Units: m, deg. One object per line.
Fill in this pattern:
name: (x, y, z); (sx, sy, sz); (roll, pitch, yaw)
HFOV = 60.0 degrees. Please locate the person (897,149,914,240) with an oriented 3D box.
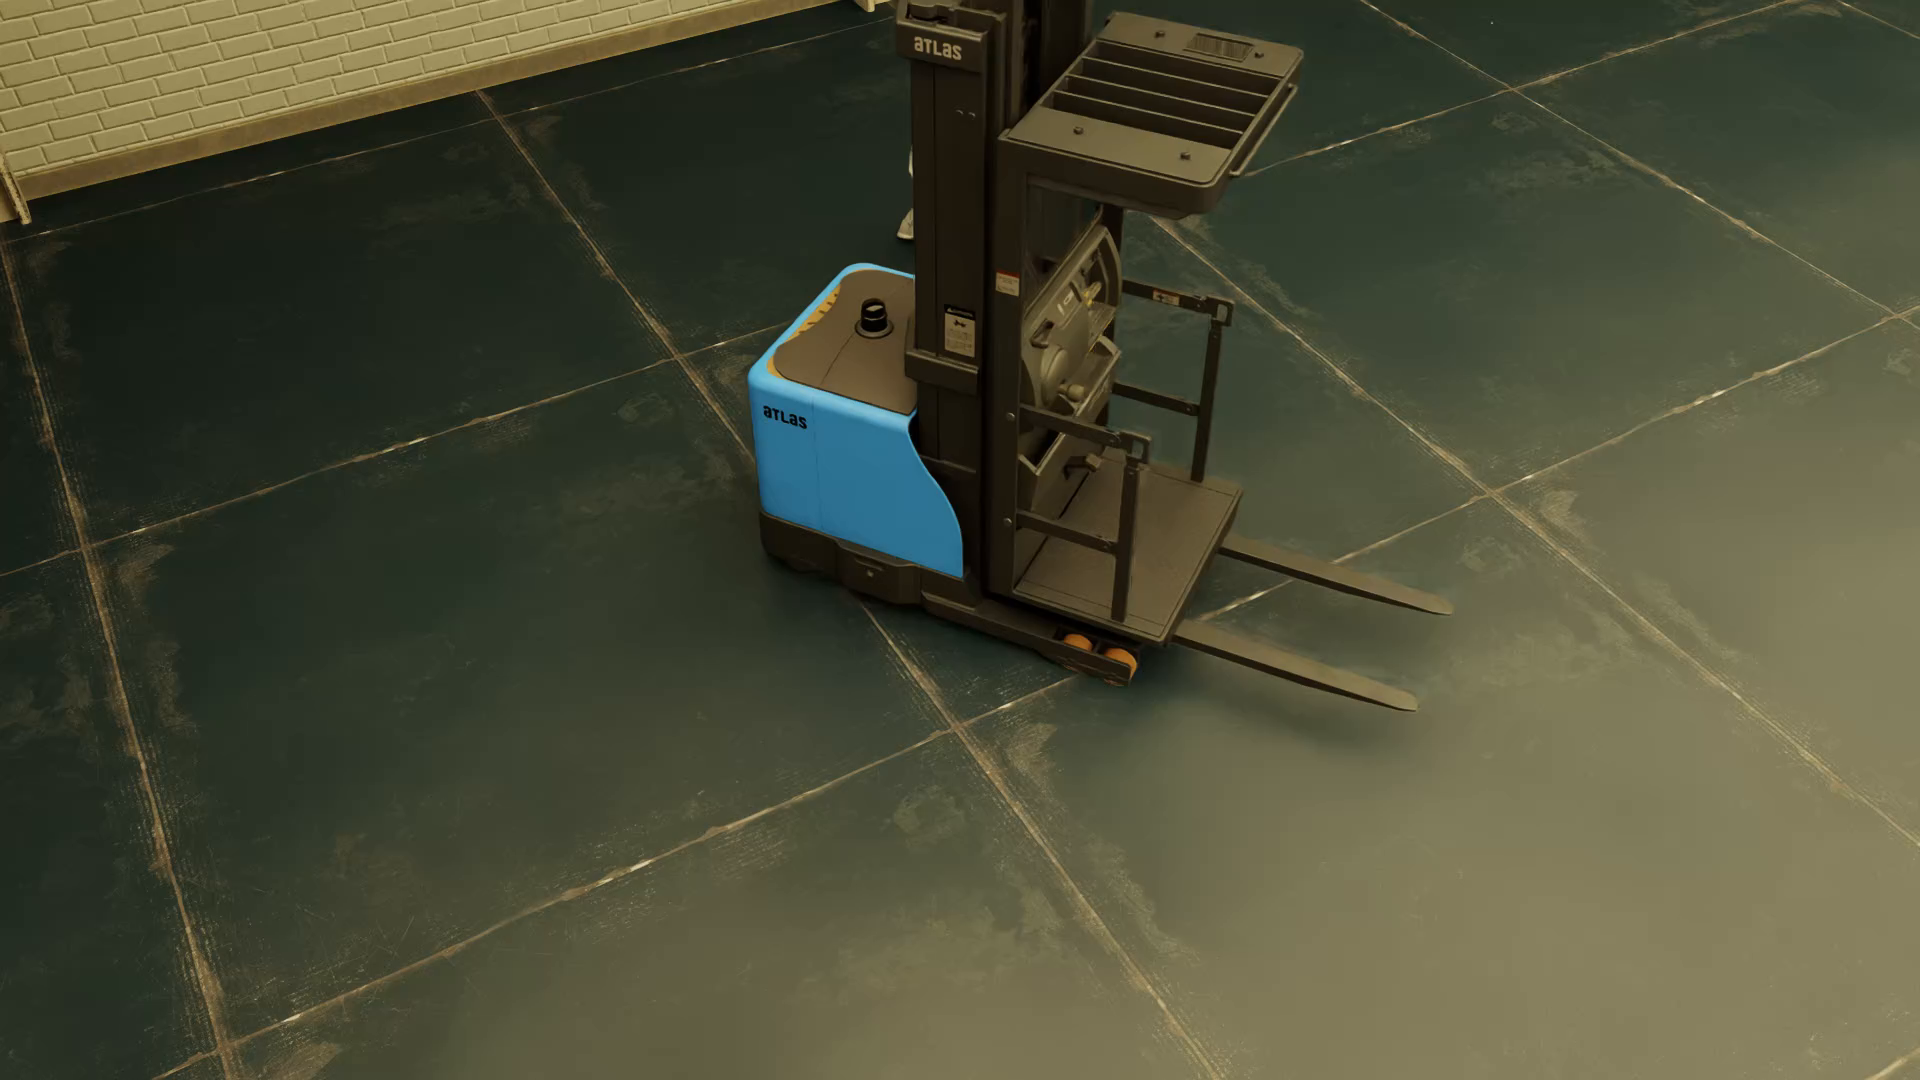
person: (-0.017, -2.135, 9.145); (0.654, 1.468, 0.839); (-26, 49, -25)

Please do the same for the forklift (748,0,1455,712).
forklift: (0.637, -0.862, 6.627); (3.031, 2.935, 1.130); (18, 46, 18)
